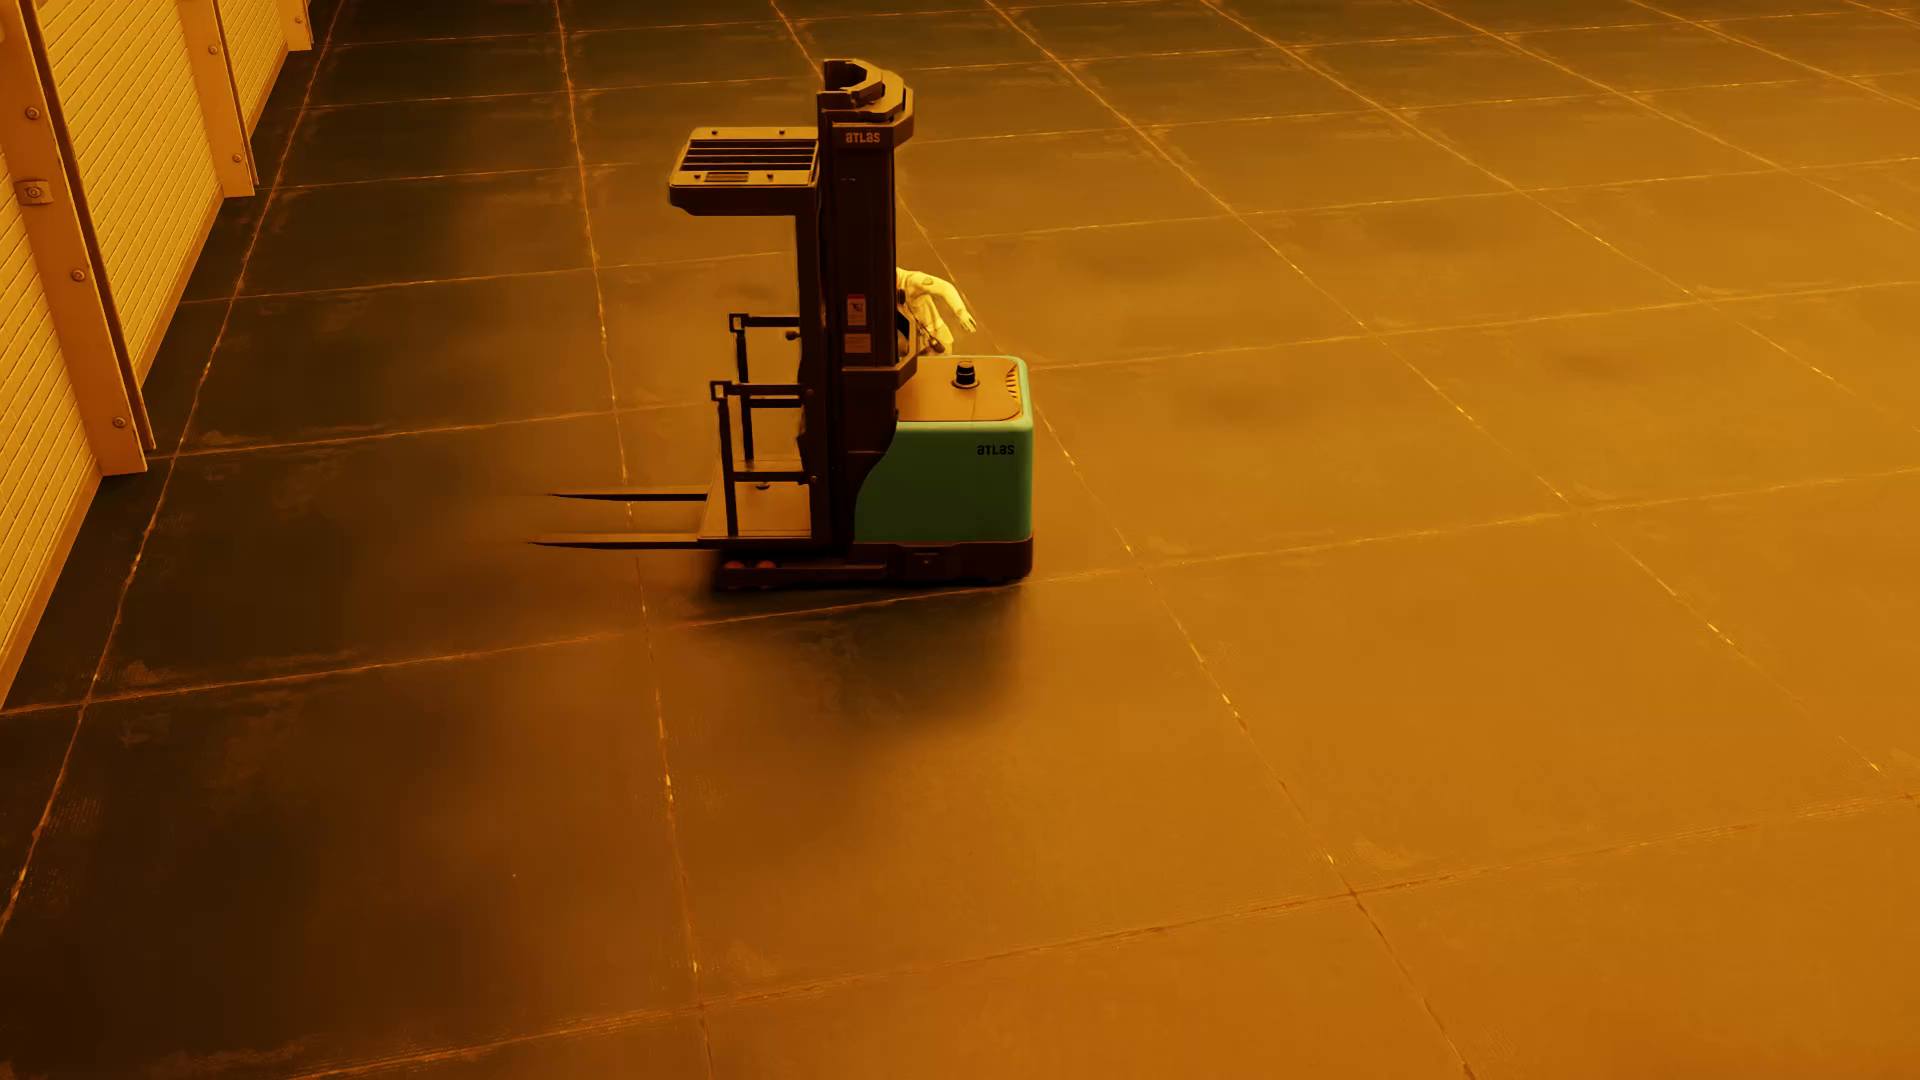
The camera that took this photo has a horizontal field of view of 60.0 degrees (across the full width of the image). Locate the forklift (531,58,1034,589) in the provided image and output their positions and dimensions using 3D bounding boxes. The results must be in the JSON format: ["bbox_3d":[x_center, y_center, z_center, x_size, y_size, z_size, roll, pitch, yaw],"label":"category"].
[{"bbox_3d":[-1.083,-1.239,9.715,3.031,2.935,1.130,0,30,-1],"label":"forklift"}]

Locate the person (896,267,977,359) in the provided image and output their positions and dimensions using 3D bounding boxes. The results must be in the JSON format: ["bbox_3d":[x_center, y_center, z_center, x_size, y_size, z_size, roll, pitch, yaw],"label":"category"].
[{"bbox_3d":[-0.300,-1.280,11.297,0.698,1.419,1.097,-16,34,-26],"label":"person"}]
